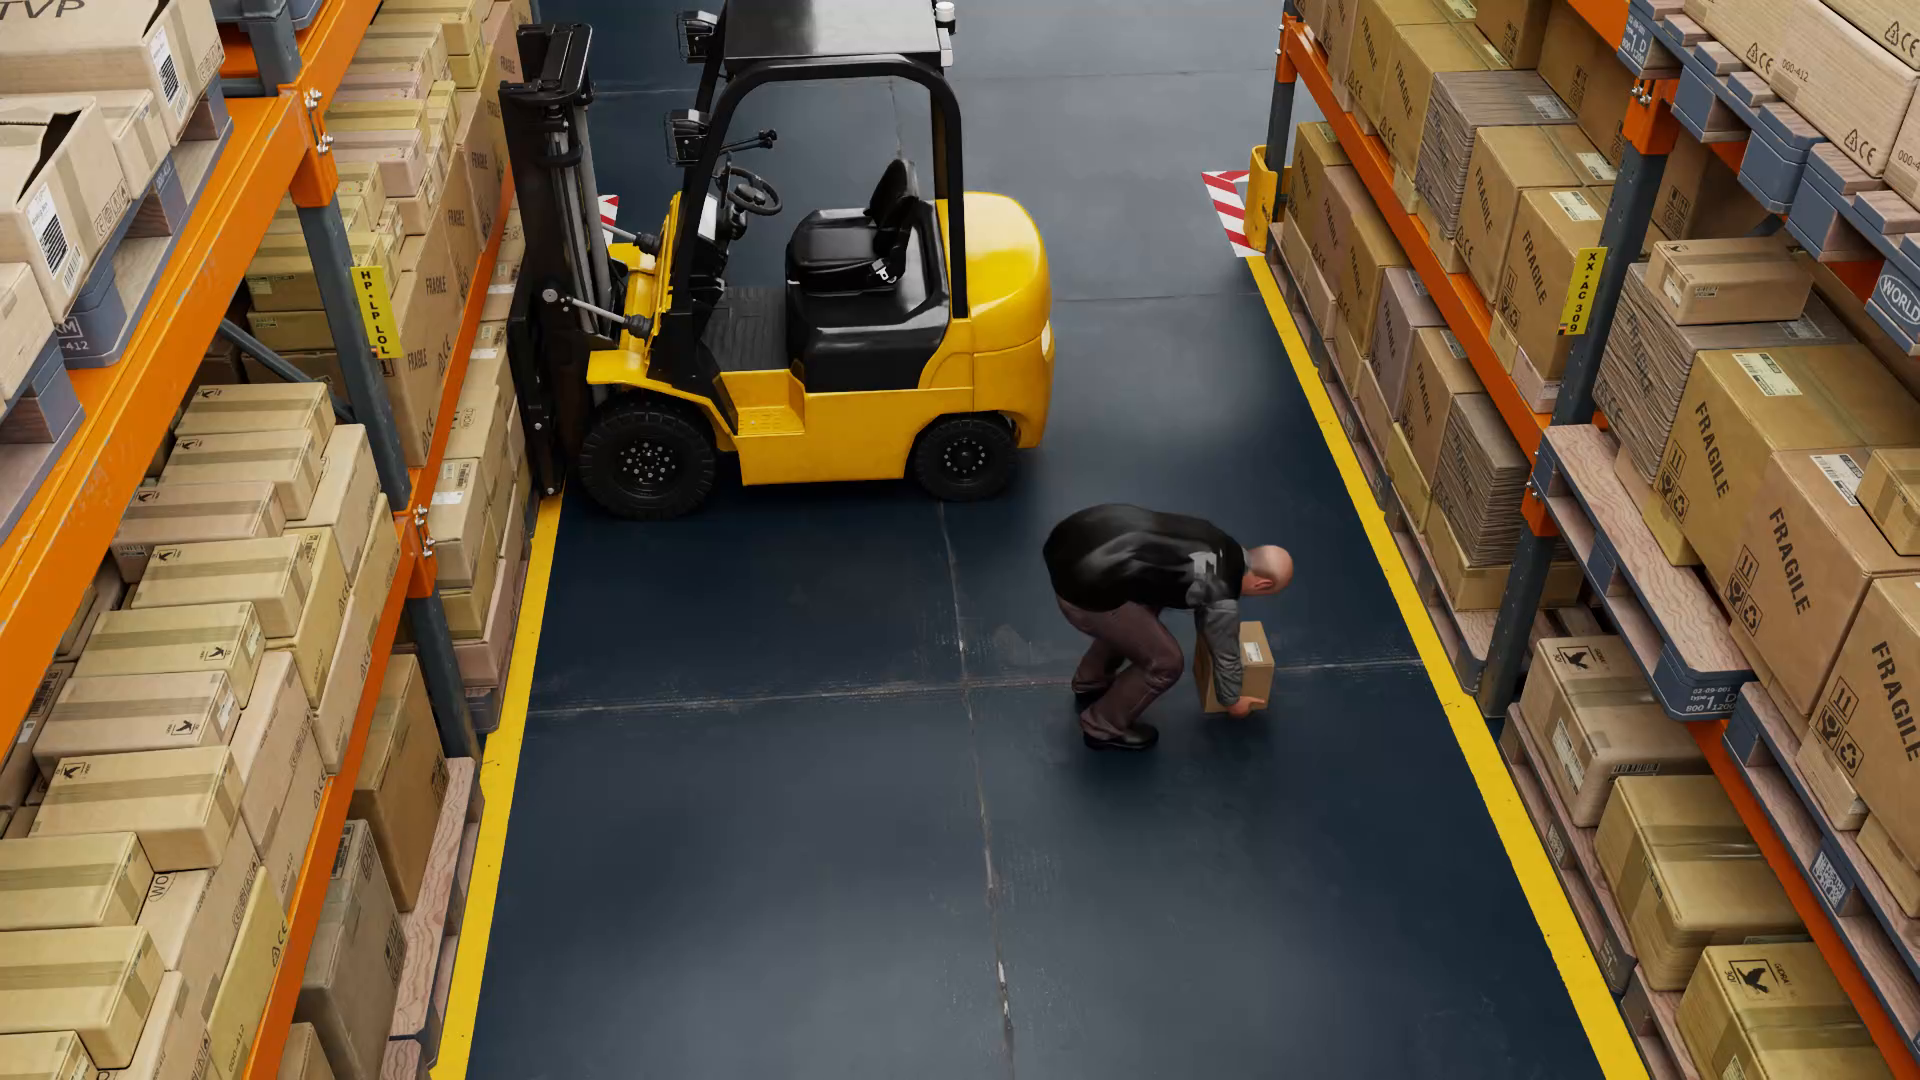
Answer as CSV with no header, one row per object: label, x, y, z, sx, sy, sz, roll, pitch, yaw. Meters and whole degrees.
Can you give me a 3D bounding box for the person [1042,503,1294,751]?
person,0.790,0.296,6.369,0.948,1.014,0.503,-5,39,-6
